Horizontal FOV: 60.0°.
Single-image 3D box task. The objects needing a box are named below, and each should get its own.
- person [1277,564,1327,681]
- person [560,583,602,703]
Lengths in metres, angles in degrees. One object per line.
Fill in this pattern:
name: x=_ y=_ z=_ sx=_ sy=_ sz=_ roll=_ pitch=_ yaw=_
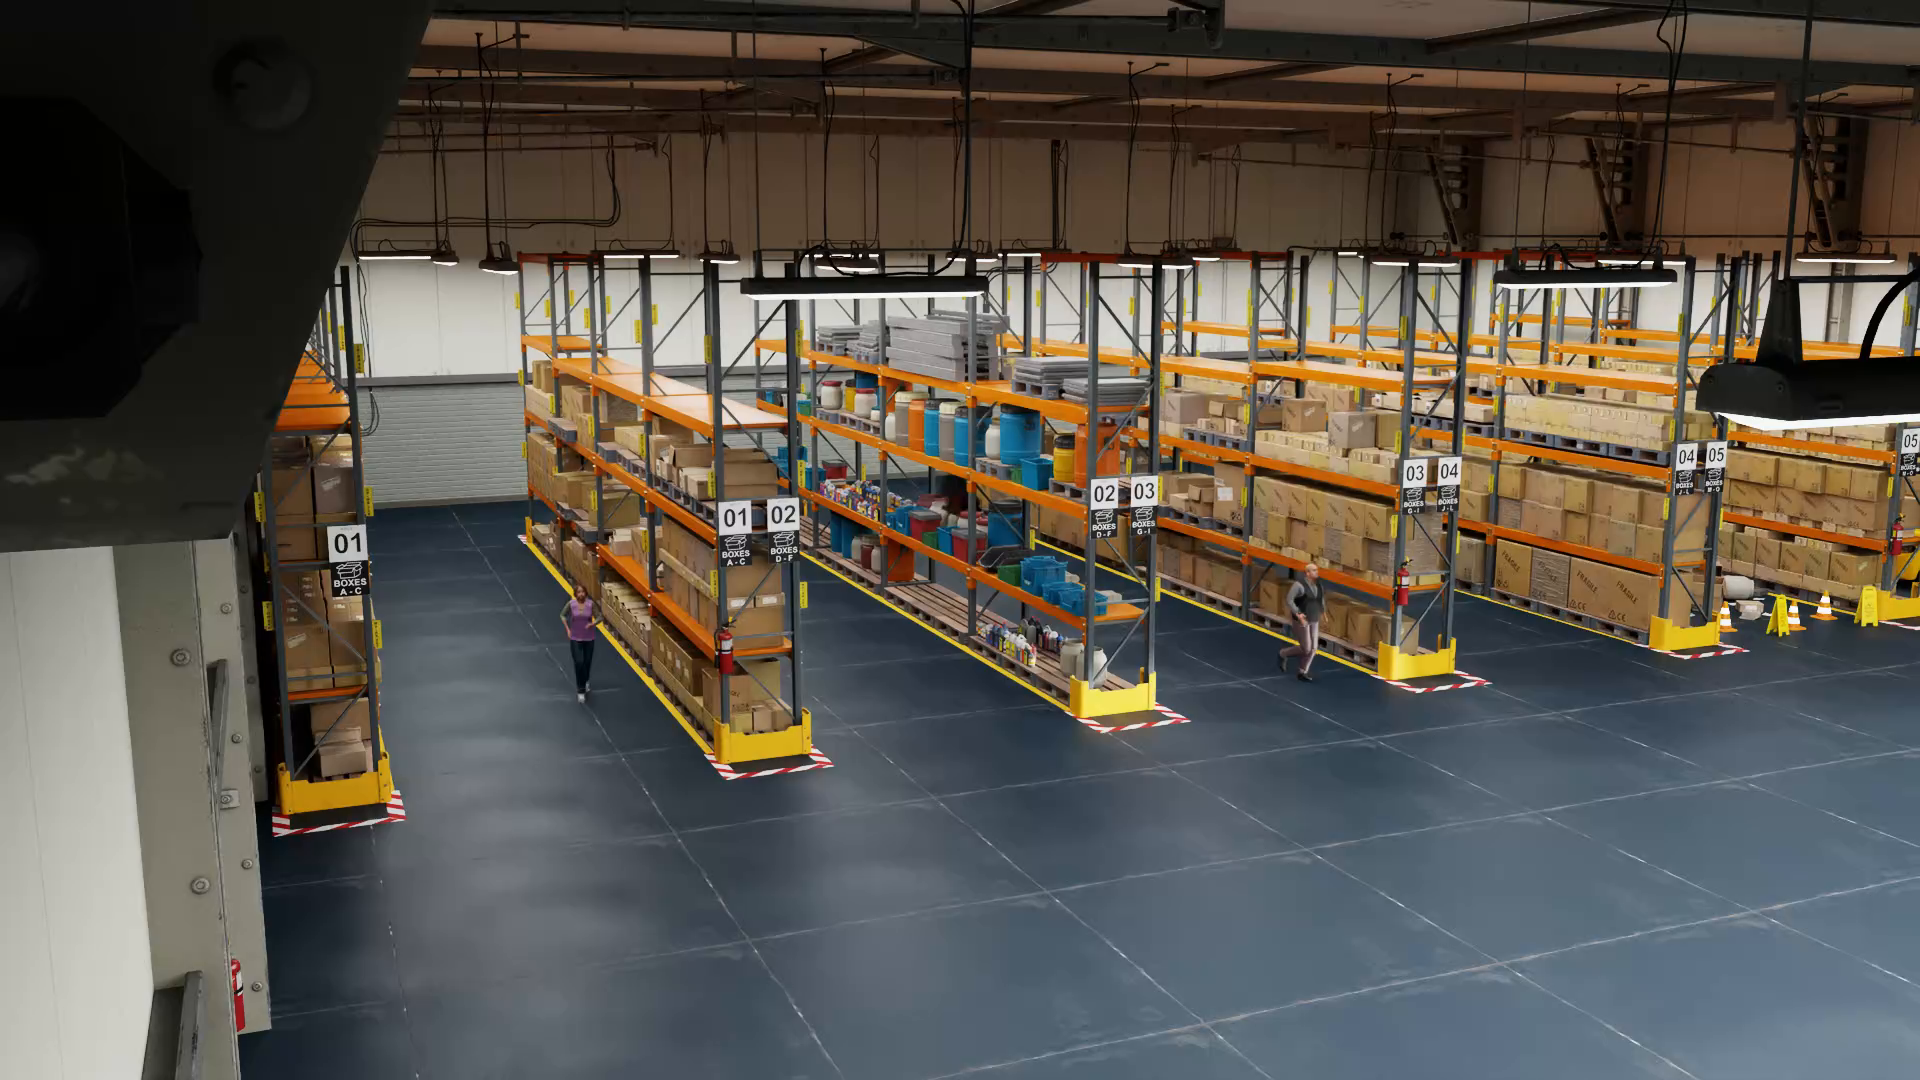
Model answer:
person: x=5.030 y=1.169 z=24.071 sx=0.688 sy=1.675 sz=0.630 roll=-7 pitch=12 yaw=-32
person: x=-5.222 y=1.404 z=23.000 sx=0.544 sy=1.651 sz=0.648 roll=-4 pitch=11 yaw=-19
